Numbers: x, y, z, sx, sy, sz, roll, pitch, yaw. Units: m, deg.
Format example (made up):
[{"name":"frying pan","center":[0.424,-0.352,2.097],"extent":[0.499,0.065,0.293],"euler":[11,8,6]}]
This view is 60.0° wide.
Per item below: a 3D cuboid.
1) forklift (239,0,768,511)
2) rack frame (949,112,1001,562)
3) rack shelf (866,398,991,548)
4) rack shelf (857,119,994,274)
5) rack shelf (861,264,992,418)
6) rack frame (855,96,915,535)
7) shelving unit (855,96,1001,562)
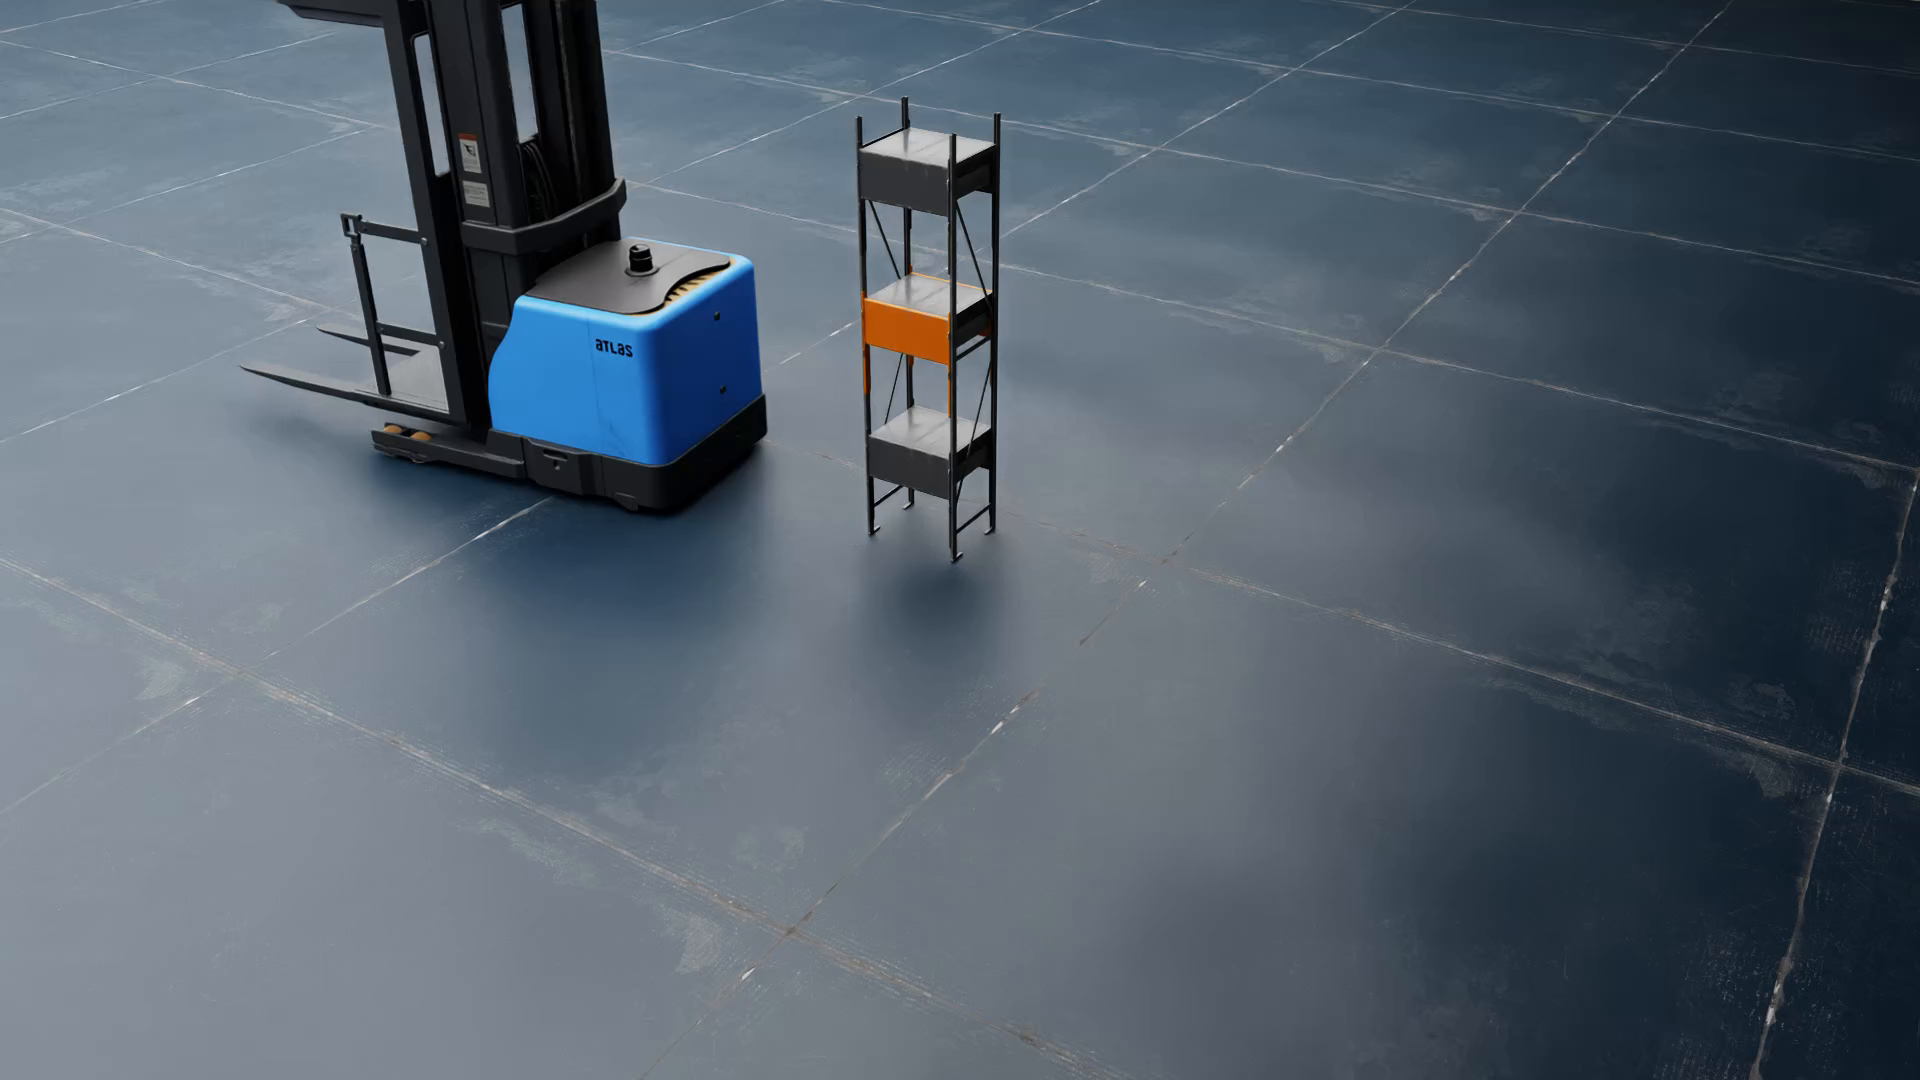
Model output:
[{"name":"forklift","center":[-2.616,-1.903,8.604],"extent":[3.031,2.935,1.130],"euler":[13,33,21]},{"name":"rack frame","center":[0.066,-0.886,7.685],"extent":[0.015,2.100,0.400],"euler":[18,35,27]},{"name":"rack shelf","center":[-0.140,-0.335,8.157],"extent":[0.480,0.518,0.431],"euler":[18,35,27]},{"name":"rack shelf","center":[-0.140,-1.544,7.451],"extent":[0.480,0.518,0.431],"euler":[18,35,27]},{"name":"rack shelf","center":[-0.140,-0.940,7.804],"extent":[0.480,0.518,0.431],"euler":[18,35,27]},{"name":"rack frame","center":[-0.347,-1.017,7.909],"extent":[0.015,2.100,0.400],"euler":[18,35,27]},{"name":"shelving unit","center":[-0.140,-0.951,7.797],"extent":[0.503,2.100,0.431],"euler":[18,35,27]}]
